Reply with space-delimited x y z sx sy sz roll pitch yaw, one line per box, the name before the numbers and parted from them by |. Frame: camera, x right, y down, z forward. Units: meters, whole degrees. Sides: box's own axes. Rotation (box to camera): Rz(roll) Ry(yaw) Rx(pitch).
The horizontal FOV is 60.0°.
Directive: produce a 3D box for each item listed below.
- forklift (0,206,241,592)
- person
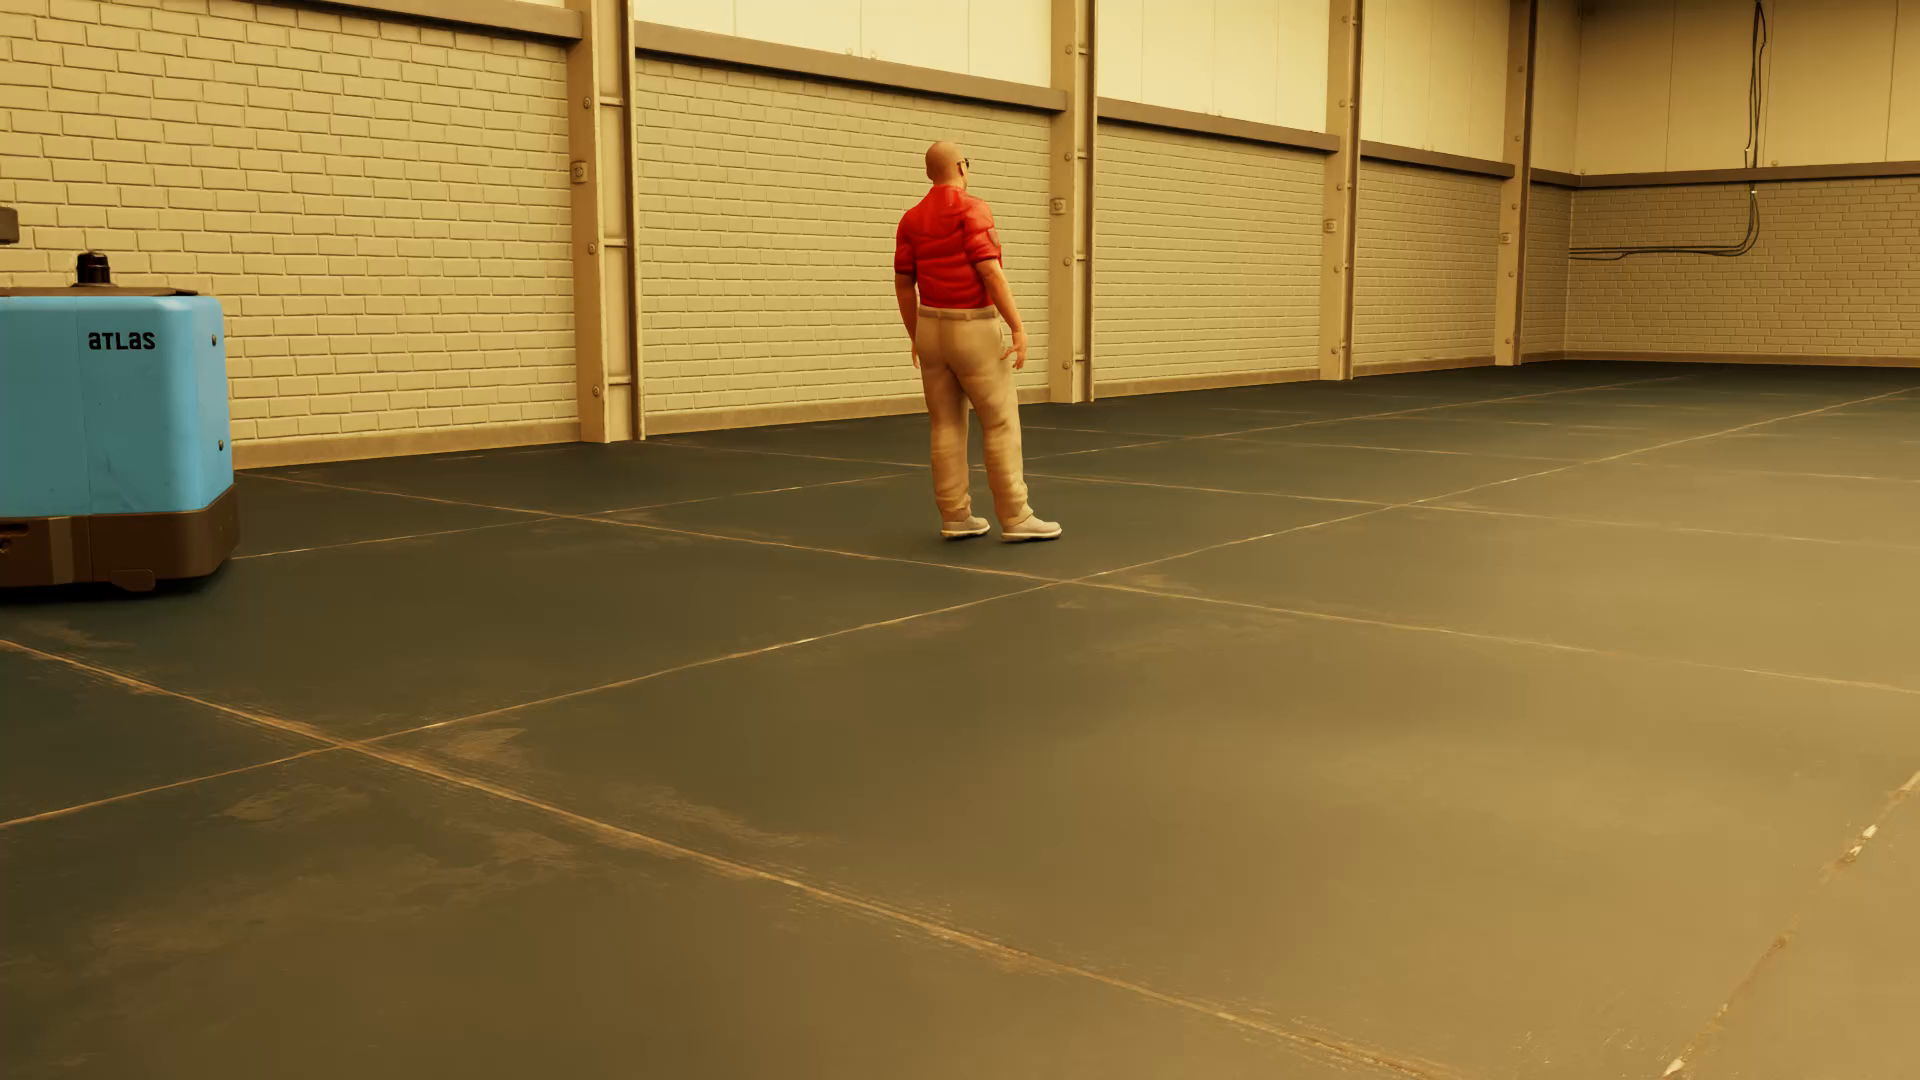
forklift | -4.306 -1.253 5.848 3.031 2.935 1.130 -3 9 -17
person | 0.066 -0.871 7.340 0.640 1.727 0.551 7 11 38
